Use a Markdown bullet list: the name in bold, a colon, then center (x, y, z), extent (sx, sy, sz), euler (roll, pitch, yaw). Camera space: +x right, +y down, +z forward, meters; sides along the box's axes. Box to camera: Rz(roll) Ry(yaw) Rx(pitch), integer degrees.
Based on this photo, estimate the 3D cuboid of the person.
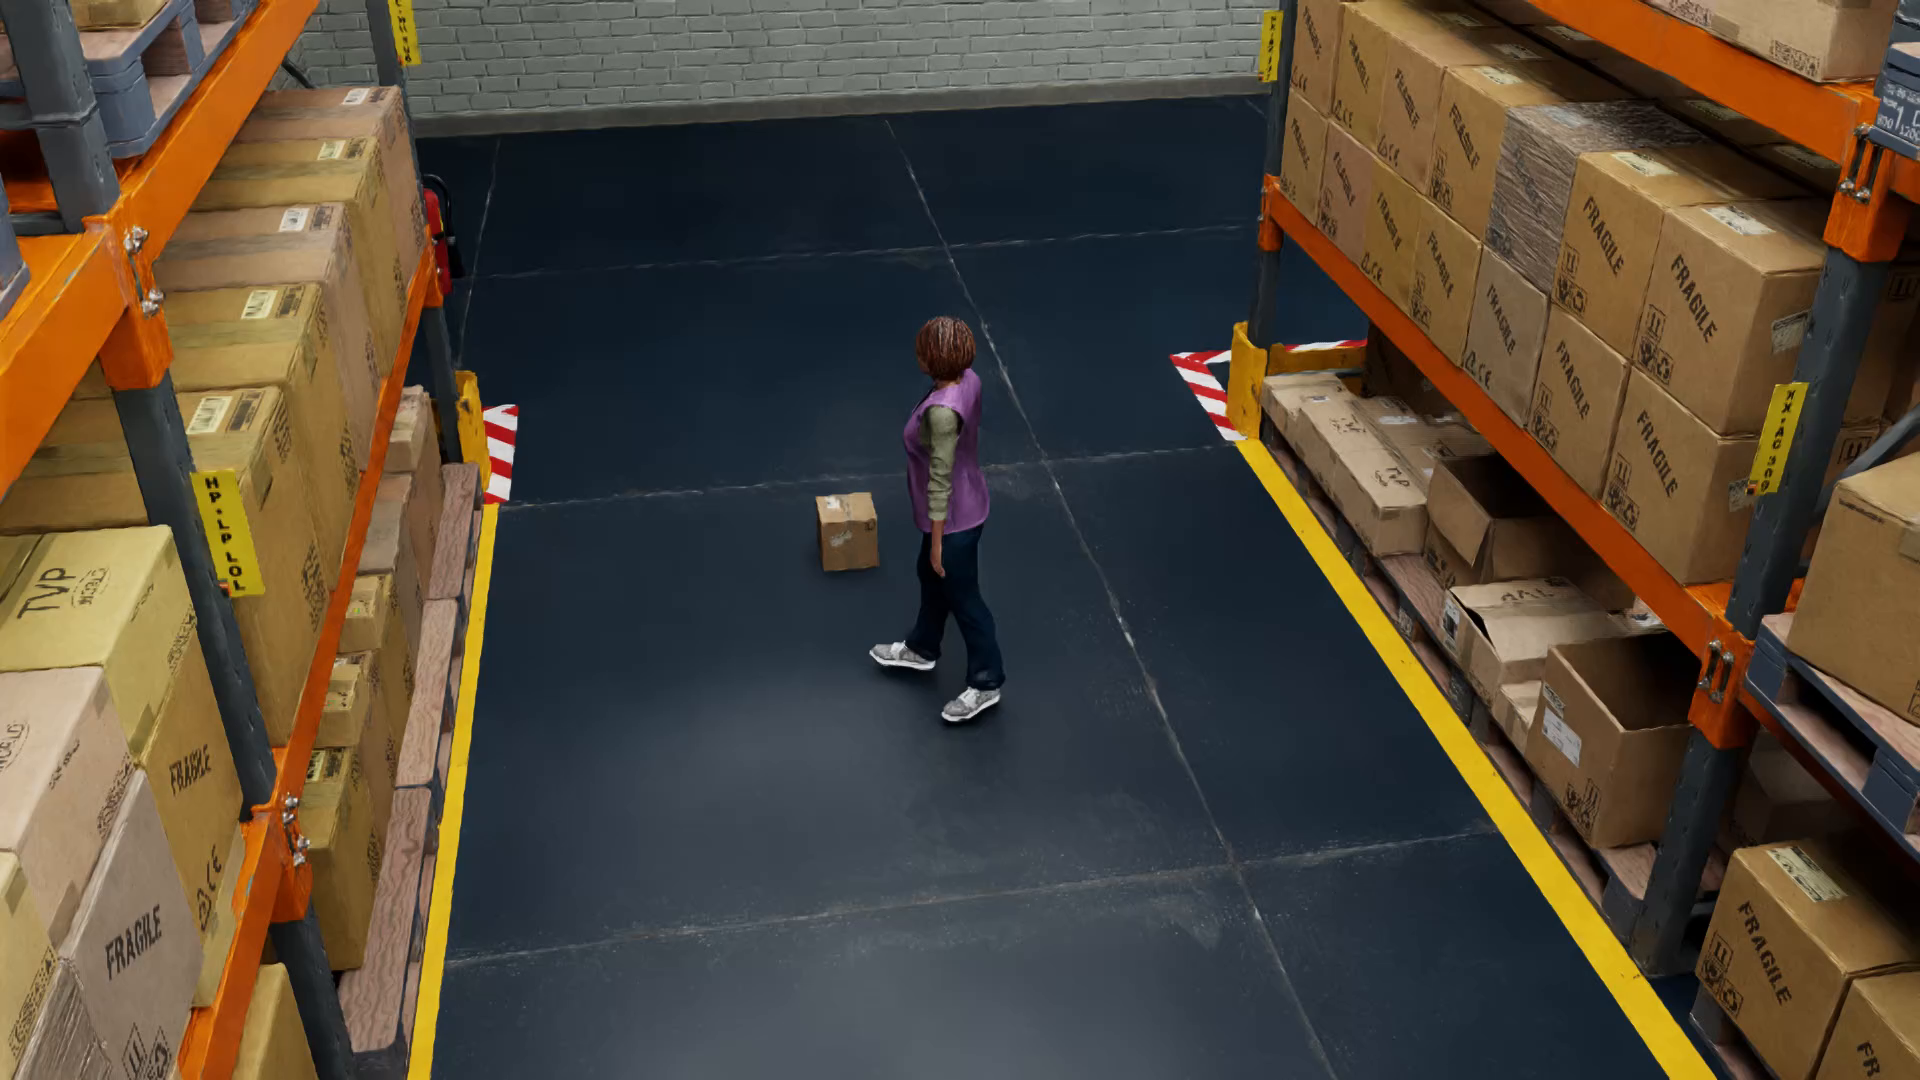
- **person**: center (-0.095, -0.119, 6.302), extent (0.572, 1.591, 0.604), euler (4, 31, 6)
